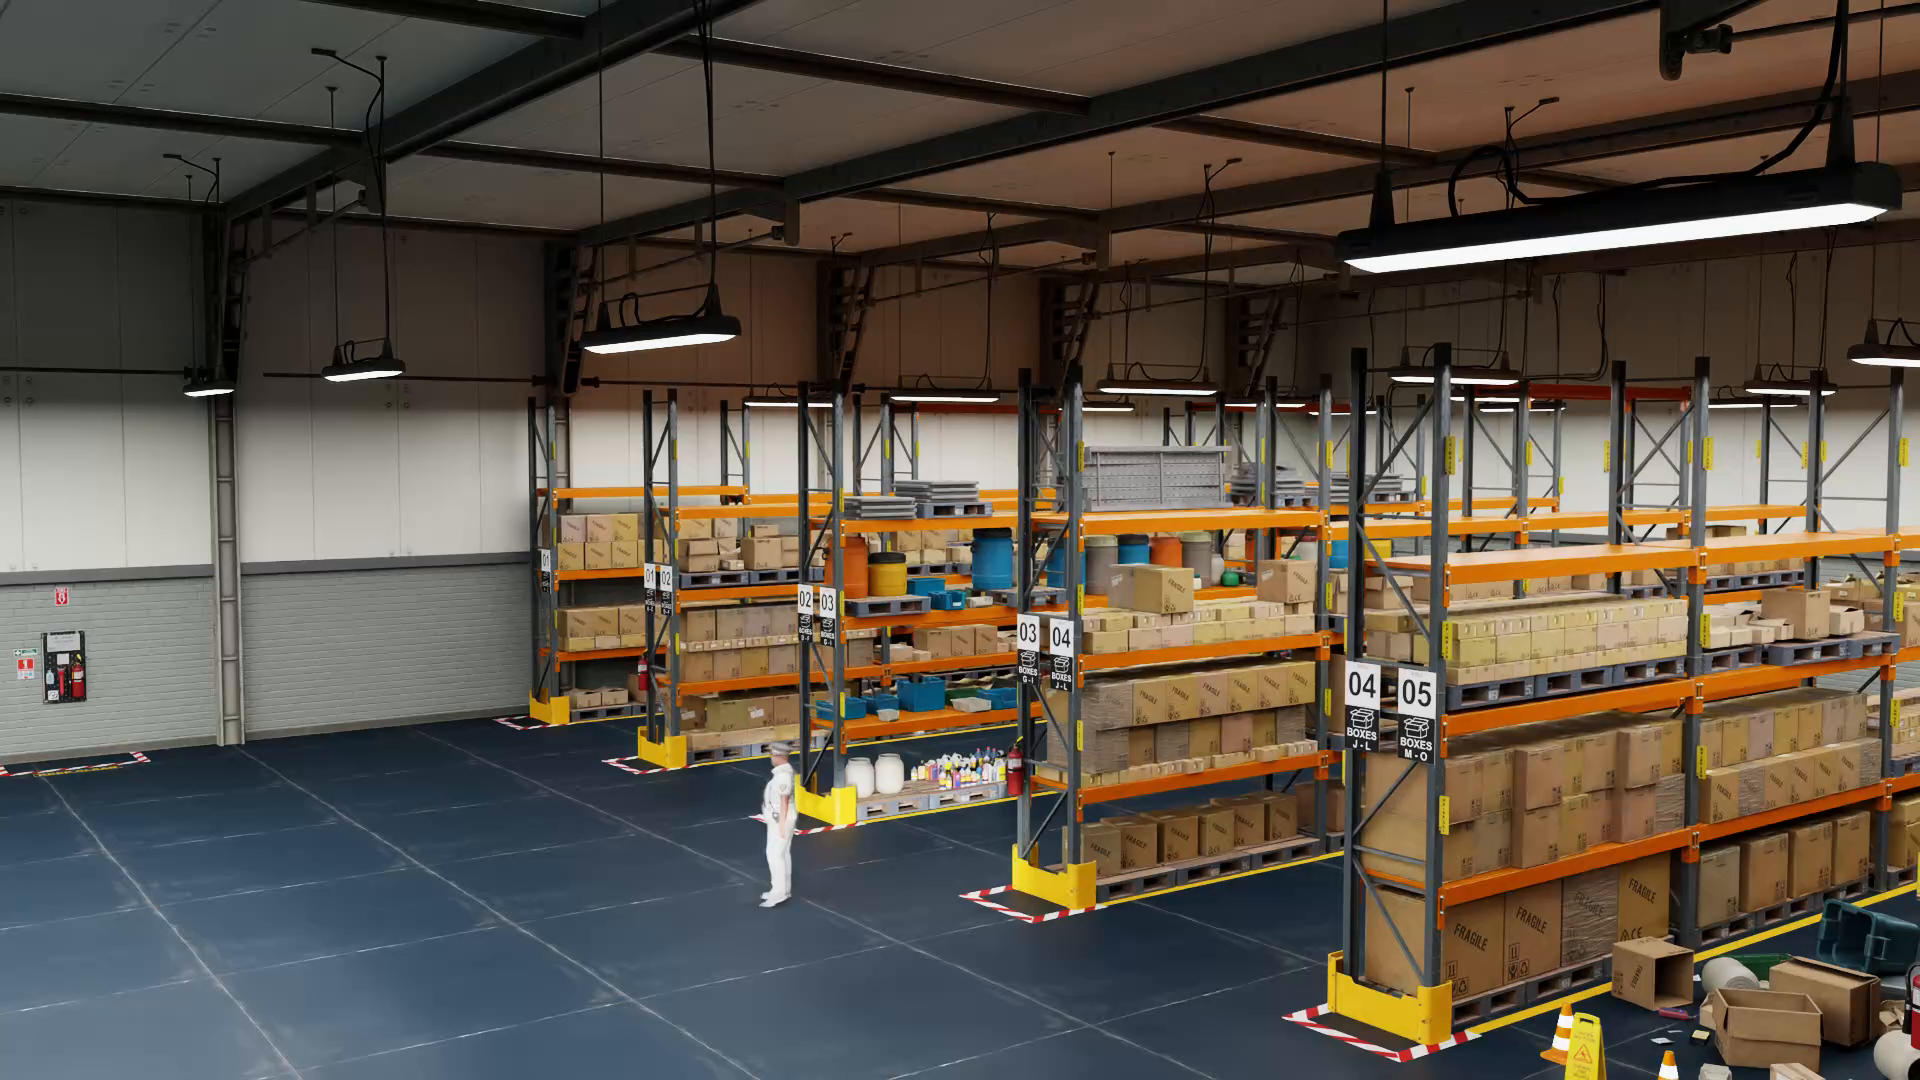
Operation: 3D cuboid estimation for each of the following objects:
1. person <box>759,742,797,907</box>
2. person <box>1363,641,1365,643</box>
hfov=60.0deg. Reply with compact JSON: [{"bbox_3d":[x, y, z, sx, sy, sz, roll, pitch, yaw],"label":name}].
[{"bbox_3d":[-2.046,3.193,18.751,0.415,1.813,0.608,0,3,-3],"label":"person"},{"bbox_3d":[8.352,2.366,34.050,0.538,1.588,0.976,3,5,44],"label":"person"}]
